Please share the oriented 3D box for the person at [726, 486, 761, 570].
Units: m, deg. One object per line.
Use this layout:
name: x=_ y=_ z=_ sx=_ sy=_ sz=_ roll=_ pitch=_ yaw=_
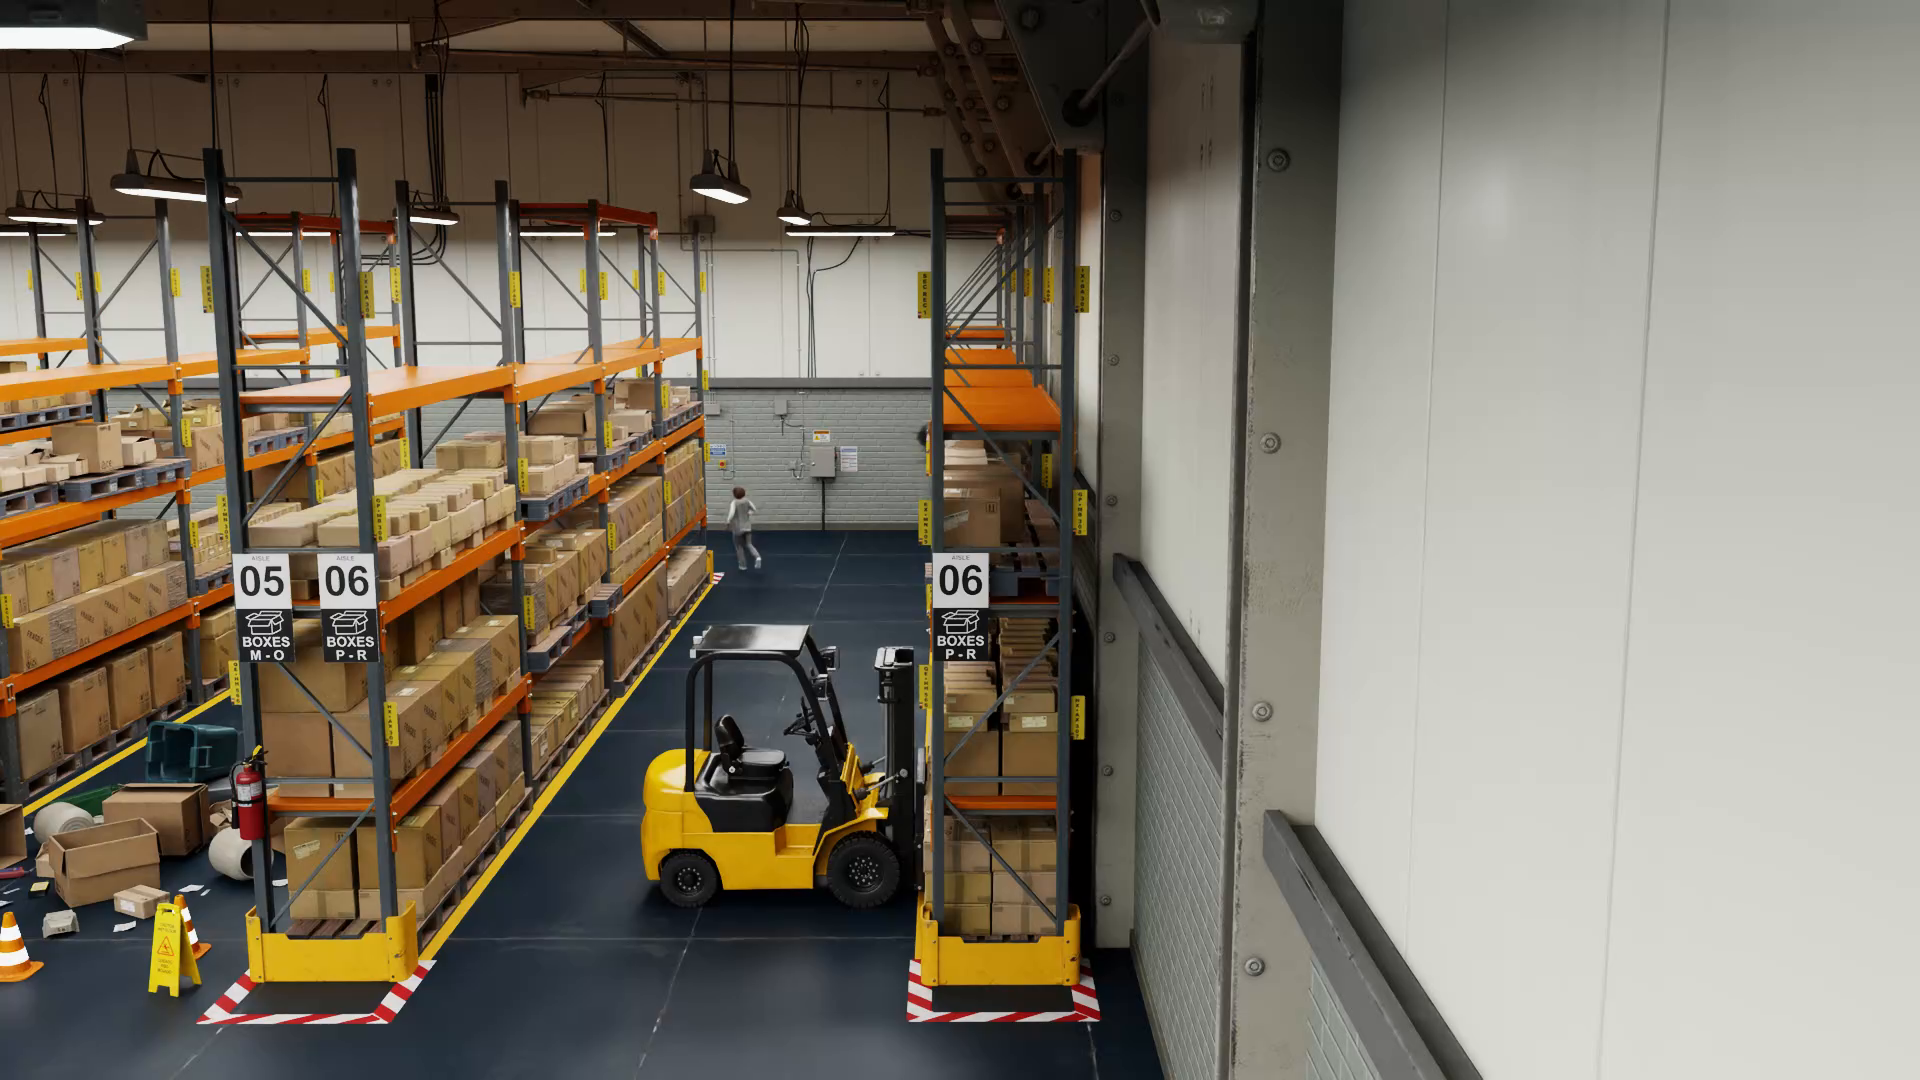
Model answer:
person: x=-3.819 y=-0.189 z=28.788 sx=0.612 sy=1.511 sz=0.754 roll=-6 pitch=11 yaw=-32
